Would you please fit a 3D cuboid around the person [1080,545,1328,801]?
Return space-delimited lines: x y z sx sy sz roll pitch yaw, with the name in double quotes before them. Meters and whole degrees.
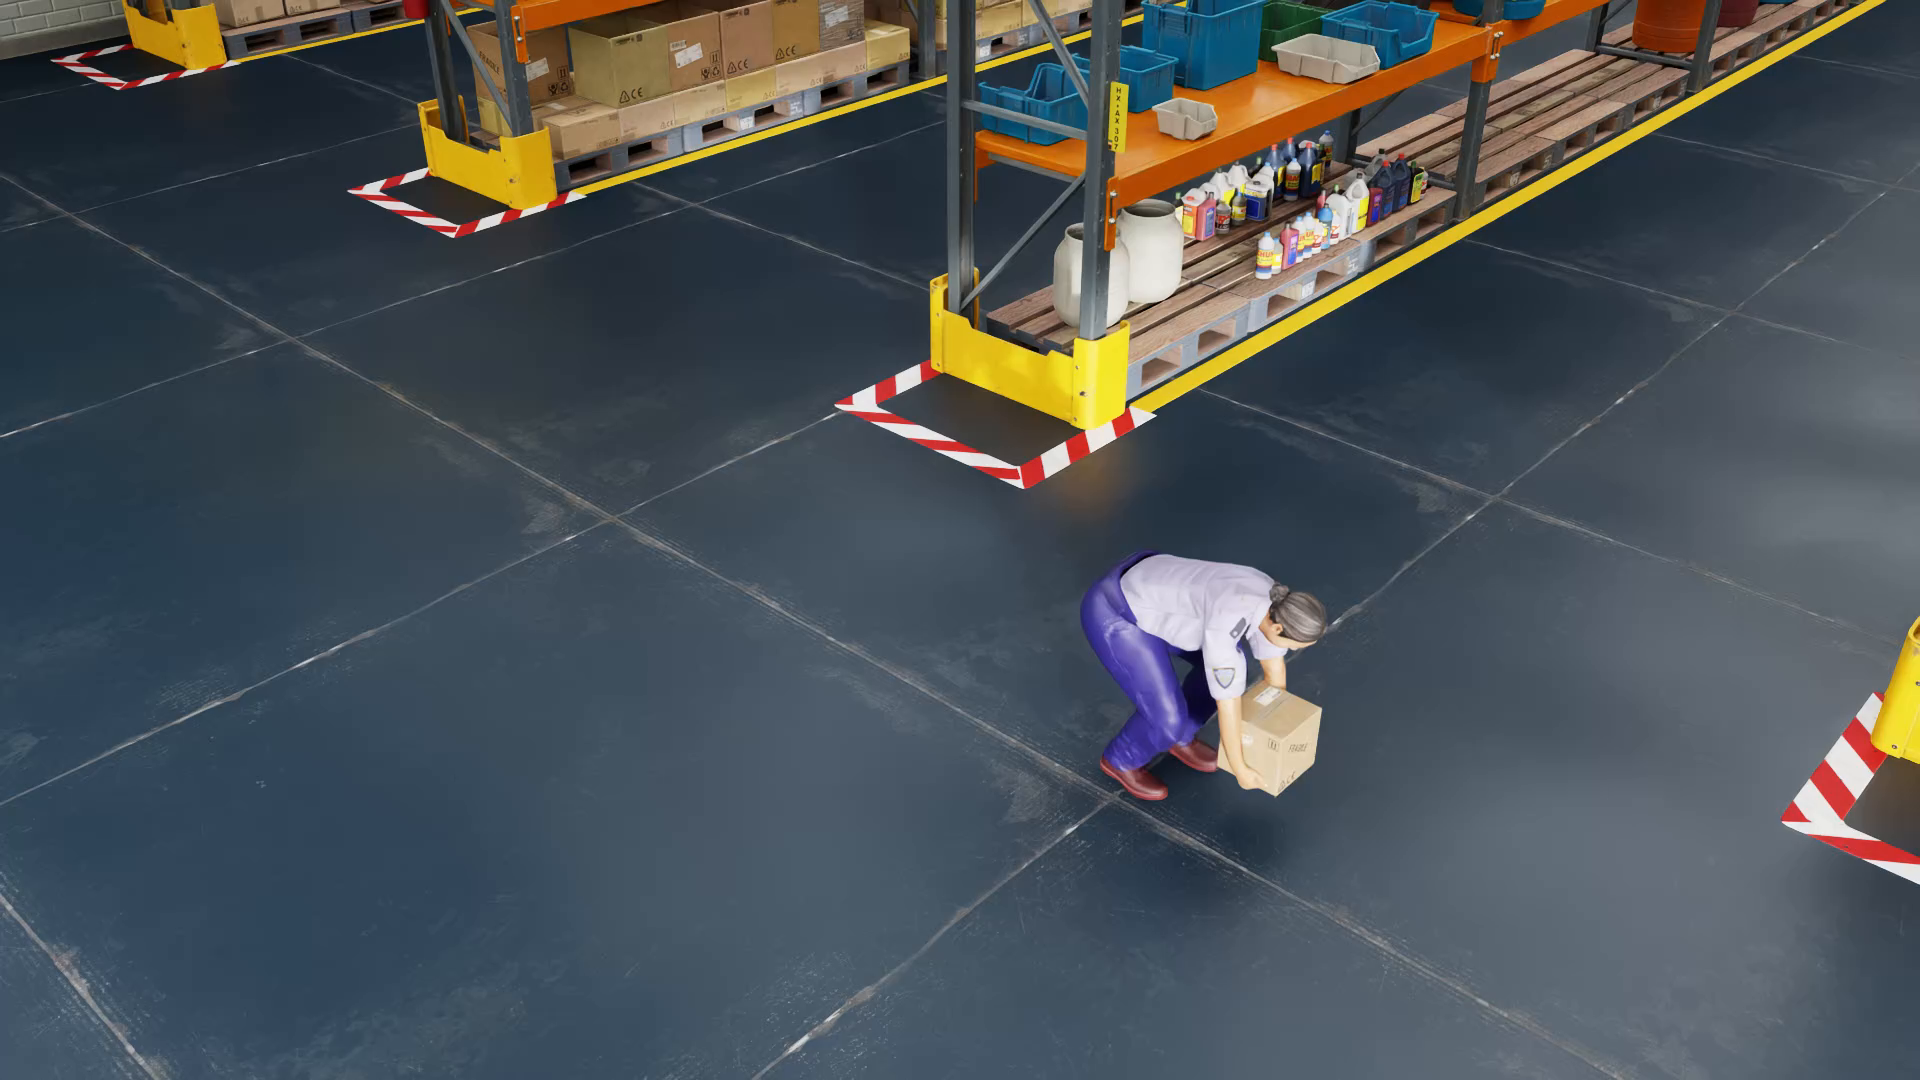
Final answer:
"person" 0.859 0.485 5.982 0.892 1.000 0.503 23 38 33
